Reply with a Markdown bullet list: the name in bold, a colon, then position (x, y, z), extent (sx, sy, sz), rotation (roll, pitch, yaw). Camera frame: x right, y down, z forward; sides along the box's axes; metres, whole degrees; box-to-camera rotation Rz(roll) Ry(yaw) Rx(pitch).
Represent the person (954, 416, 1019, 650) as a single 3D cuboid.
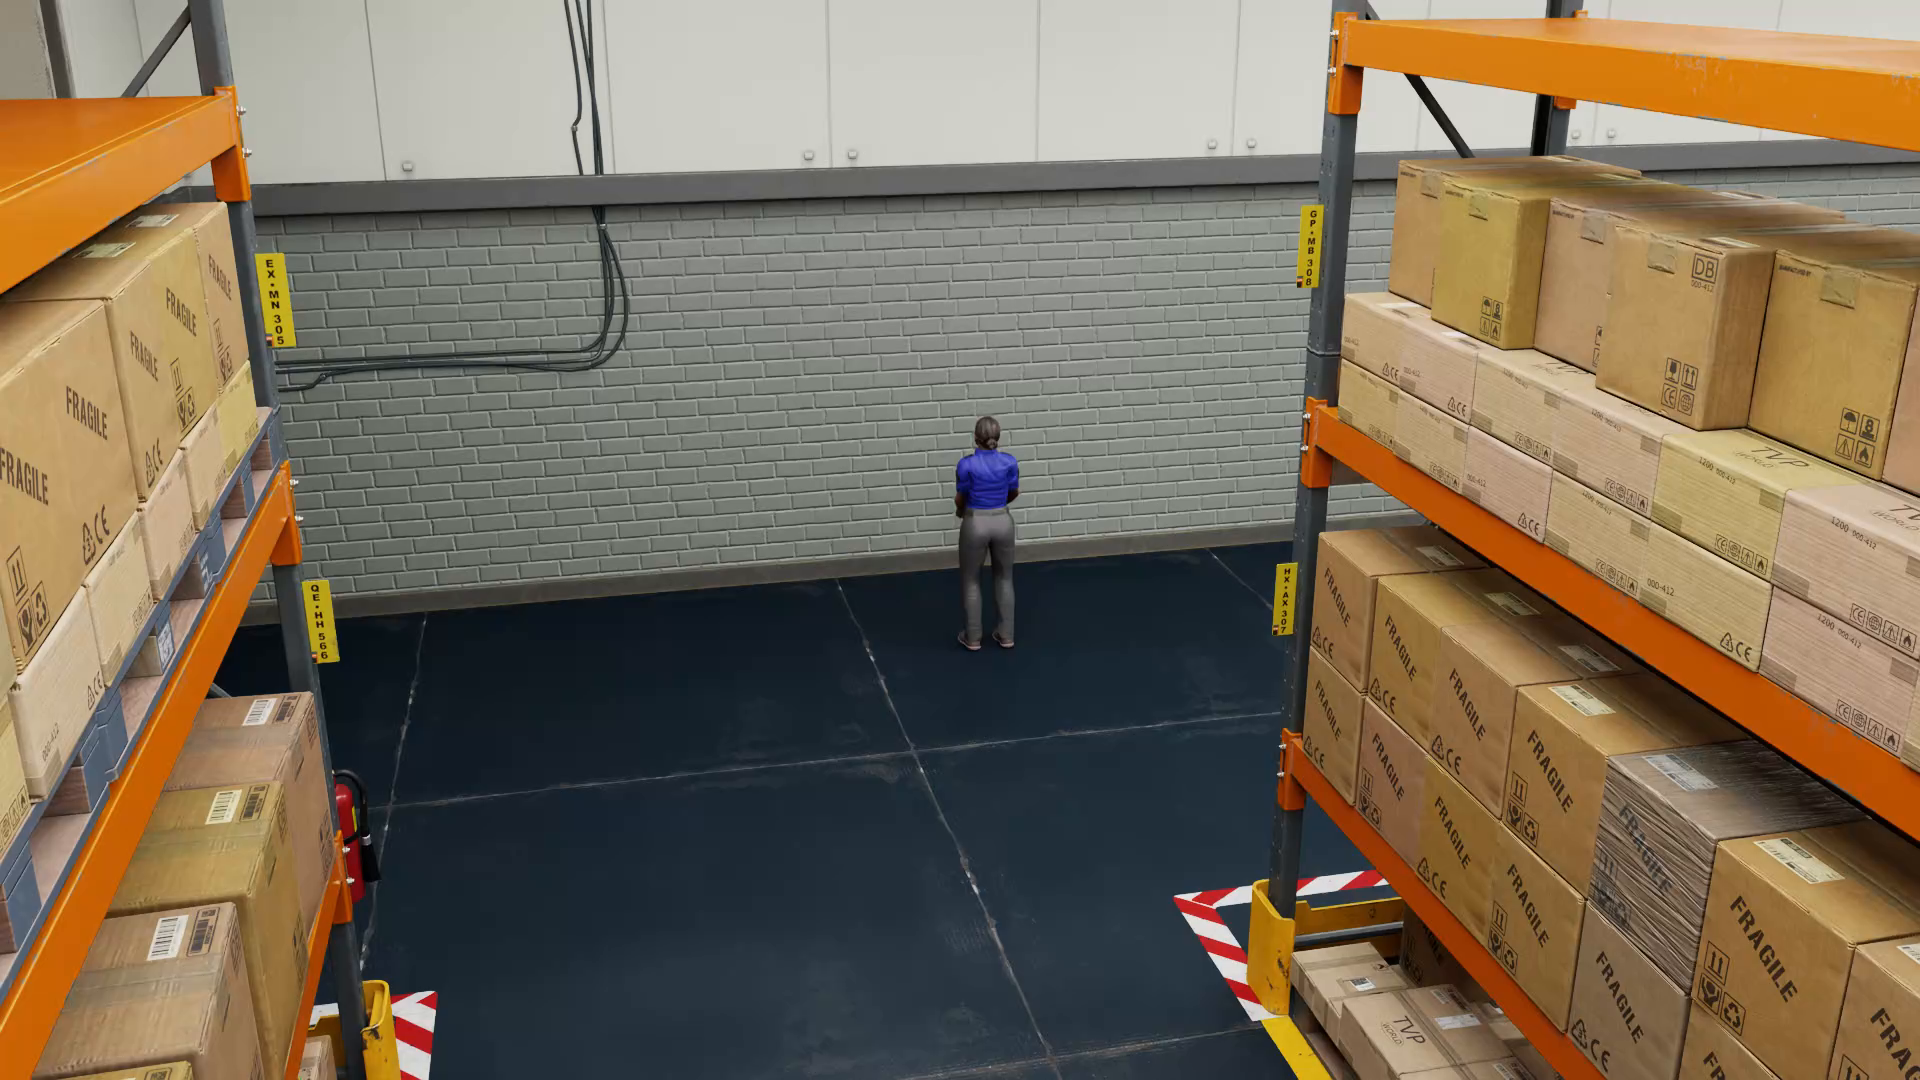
- **person**: position (0.169, -0.078, 11.313), extent (0.451, 1.650, 0.512), rotation (-4, 20, -11)
